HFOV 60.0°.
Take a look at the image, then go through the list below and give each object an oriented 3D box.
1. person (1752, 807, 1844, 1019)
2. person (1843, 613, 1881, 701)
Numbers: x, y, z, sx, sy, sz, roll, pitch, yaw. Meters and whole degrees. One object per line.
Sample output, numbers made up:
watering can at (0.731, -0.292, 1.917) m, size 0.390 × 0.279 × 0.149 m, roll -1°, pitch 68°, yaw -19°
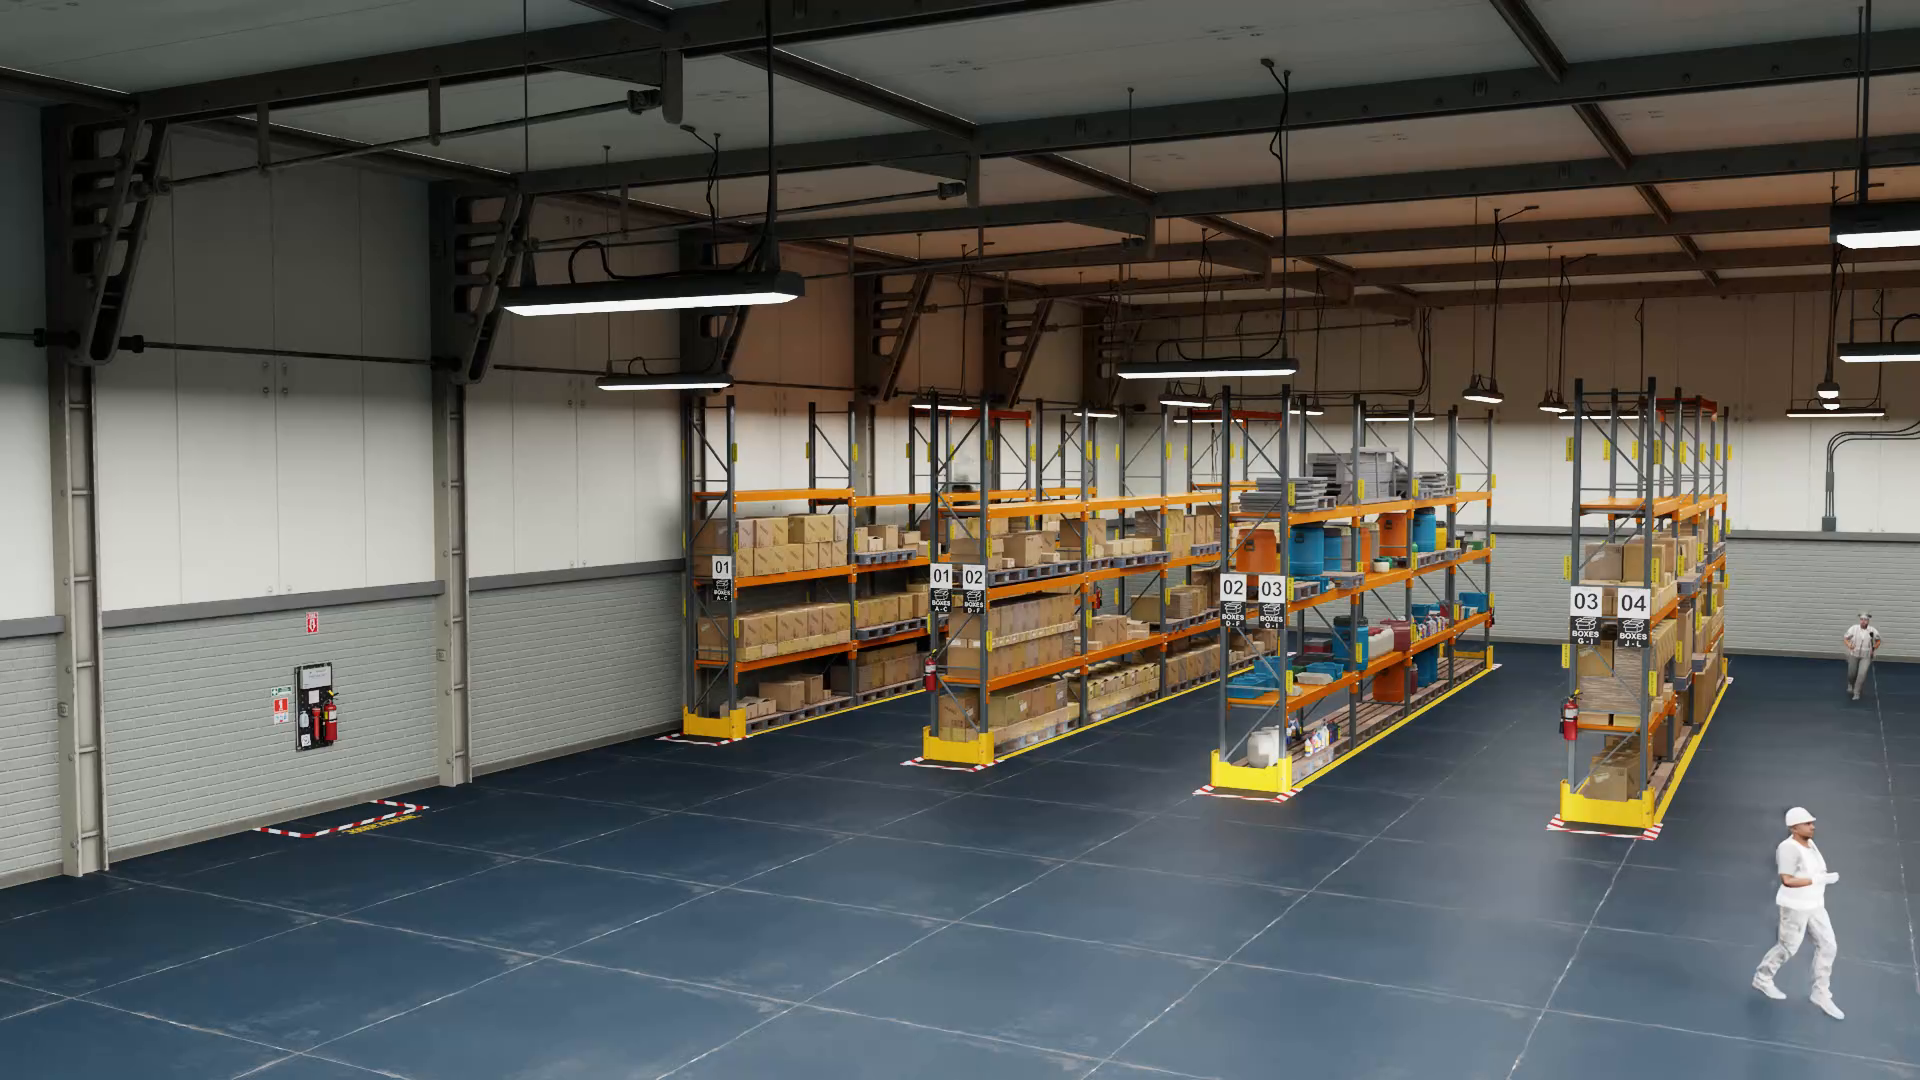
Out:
person at (7.523, 3.313, 14.906) m, size 0.657 × 1.835 × 0.763 m, roll -2°, pitch 4°, yaw -36°
person at (18.359, 2.354, 33.853) m, size 0.673 × 1.783 × 0.827 m, roll 2°, pitch 3°, yaw 30°
